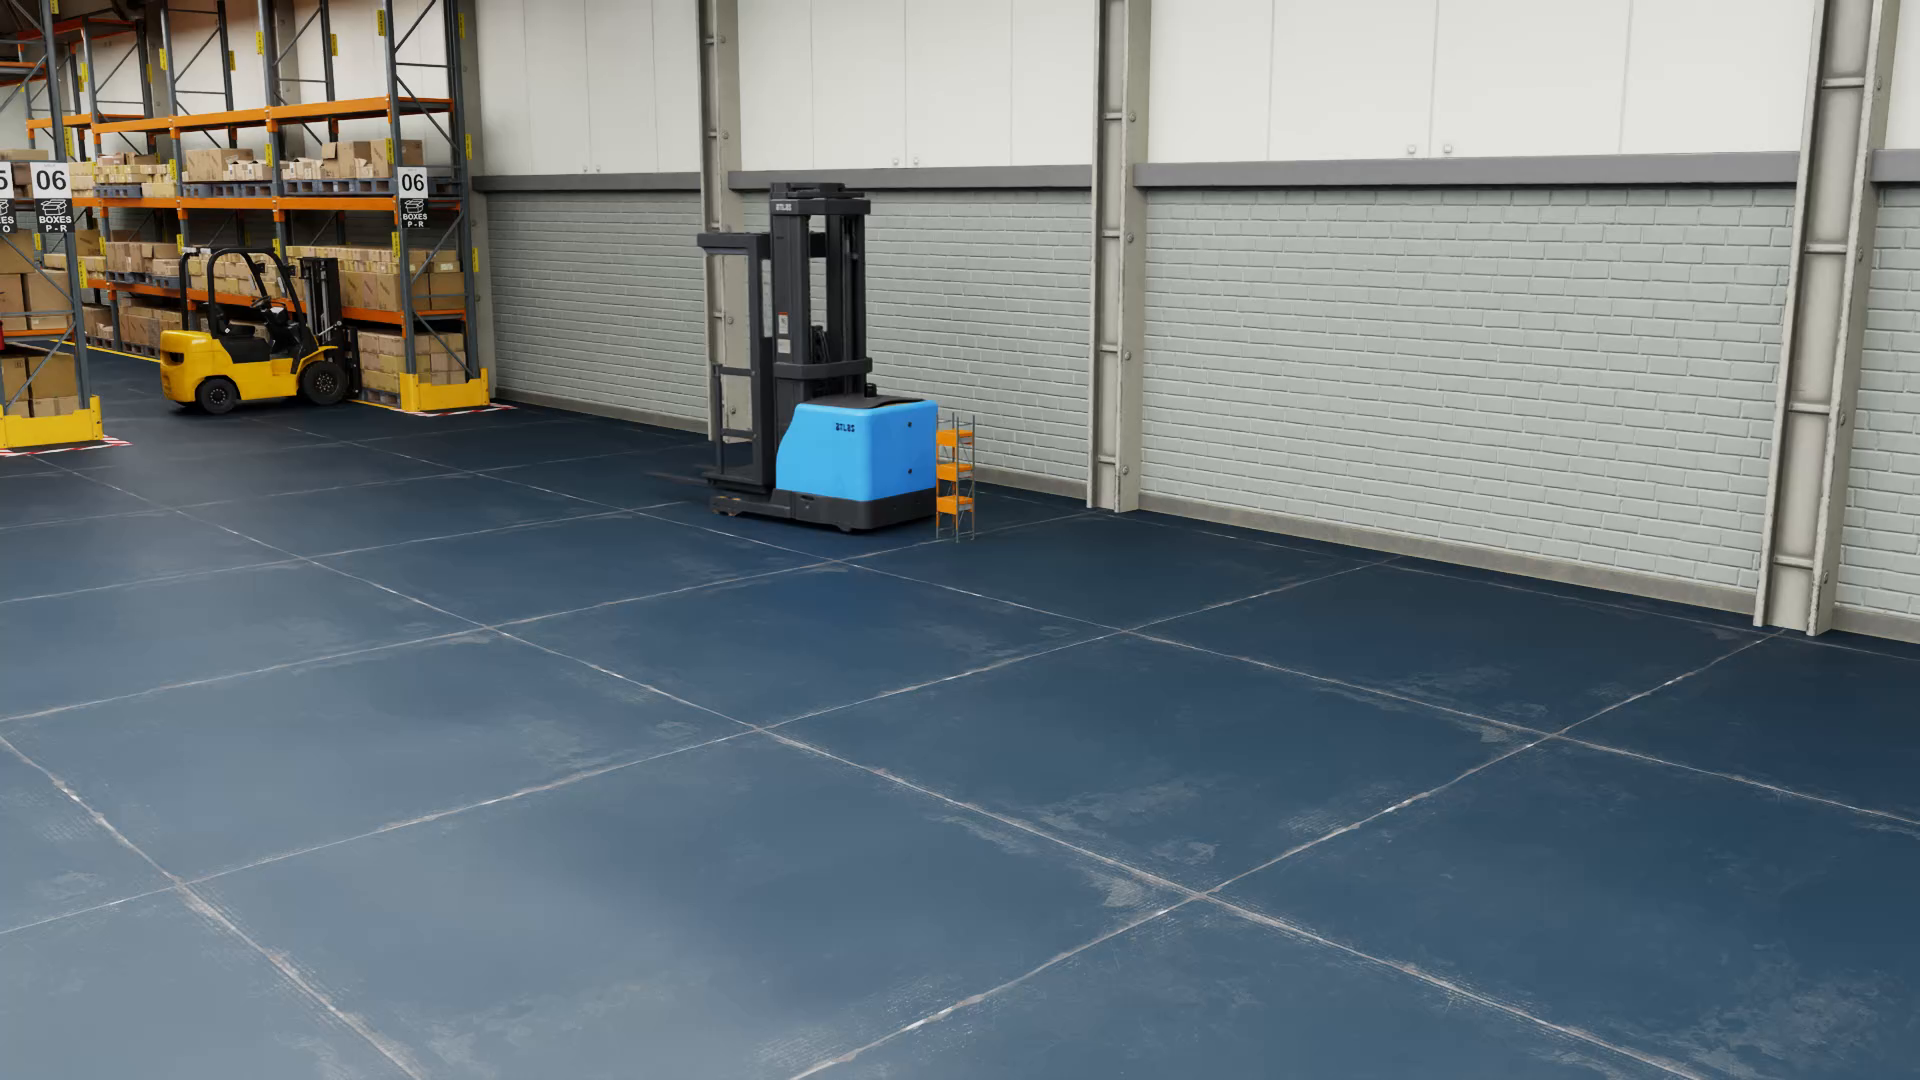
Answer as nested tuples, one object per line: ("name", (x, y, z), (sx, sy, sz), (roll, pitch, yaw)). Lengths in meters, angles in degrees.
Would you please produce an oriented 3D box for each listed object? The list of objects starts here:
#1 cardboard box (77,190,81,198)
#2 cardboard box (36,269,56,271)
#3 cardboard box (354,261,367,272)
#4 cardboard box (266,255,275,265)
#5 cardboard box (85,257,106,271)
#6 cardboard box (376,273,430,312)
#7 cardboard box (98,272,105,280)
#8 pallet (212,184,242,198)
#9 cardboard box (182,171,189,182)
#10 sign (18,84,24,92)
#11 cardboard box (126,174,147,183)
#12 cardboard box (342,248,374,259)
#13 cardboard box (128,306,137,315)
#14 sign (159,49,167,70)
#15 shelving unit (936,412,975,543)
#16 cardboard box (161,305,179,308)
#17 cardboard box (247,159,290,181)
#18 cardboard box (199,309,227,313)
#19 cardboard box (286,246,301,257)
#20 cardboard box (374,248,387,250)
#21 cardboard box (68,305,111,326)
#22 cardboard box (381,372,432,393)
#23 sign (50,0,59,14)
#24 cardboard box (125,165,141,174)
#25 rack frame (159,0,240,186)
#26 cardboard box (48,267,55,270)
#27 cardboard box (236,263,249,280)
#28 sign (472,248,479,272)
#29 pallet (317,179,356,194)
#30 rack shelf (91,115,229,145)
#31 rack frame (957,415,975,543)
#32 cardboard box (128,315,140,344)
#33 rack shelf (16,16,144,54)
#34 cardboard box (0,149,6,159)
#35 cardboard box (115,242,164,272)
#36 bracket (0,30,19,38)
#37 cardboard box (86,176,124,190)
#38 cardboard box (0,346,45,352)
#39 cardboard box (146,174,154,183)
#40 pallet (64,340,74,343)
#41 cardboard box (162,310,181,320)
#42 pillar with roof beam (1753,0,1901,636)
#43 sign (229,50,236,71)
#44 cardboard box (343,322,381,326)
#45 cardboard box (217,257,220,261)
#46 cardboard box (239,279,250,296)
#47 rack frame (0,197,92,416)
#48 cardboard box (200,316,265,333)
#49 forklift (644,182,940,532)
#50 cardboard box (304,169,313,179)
("cardboard box", (-16.466, -6.556, 31.489), (0.380, 0.149, 0.250), (-10, 15, -41))
("cardboard box", (-11.115, -2.977, 19.941), (0.500, 0.500, 0.500), (-10, 15, -41))
("cardboard box", (-8.198, -3.819, 23.160), (0.250, 0.149, 0.380), (11, 16, 43))
("cardboard box", (-10.391, -4.296, 25.473), (0.380, 0.149, 0.250), (-11, 16, -43))
("cardboard box", (-16.213, -5.226, 31.479), (0.500, 0.250, 0.500), (-11, 16, -42))
("cardboard box", (-7.571, -3.375, 22.614), (0.500, 0.500, 0.500), (-11, 16, -44))
("cardboard box", (-15.927, -4.966, 31.204), (0.380, 0.149, 0.250), (-10, 16, -41))
("pallet", (-11.258, -5.586, 26.626), (1.003, 0.211, 1.213), (-10, 15, -40))
("cardboard box", (-12.545, -5.975, 27.336), (0.380, 0.166, 0.250), (-11, 16, -43))
("sign", (-18.483, -8.985, 32.712), (0.100, 0.325, 0.005), (-11, 16, -43))
("cardboard box", (-14.330, -6.324, 29.072), (0.380, 0.149, 0.250), (-10, 16, -41))
("cardboard box", (-8.505, -4.050, 23.541), (0.380, 0.149, 0.250), (-11, 16, -42))
("cardboard box", (-15.026, -4.223, 30.520), (0.250, 0.149, 0.380), (11, 16, 44))
("sign", (-12.952, -7.816, 27.038), (0.100, 0.325, 0.005), (-11, 16, -43))
("shelving unit", (-0.037, -0.522, 13.843), (0.215, 1.050, 0.252), (-11, 16, -43))
("cardboard box", (-14.506, -4.256, 30.683), (0.380, 0.149, 0.250), (-11, 16, -42))
("cardboard box", (-10.480, -5.627, 25.288), (0.500, 0.311, 0.500), (11, 16, 43))
("cardboard box", (-13.215, -3.998, 29.428), (0.250, 0.149, 0.380), (11, 16, 43))
("cardboard box", (-9.798, -4.300, 24.754), (0.380, 0.149, 0.250), (-10, 16, -41))
("cardboard box", (-8.166, -4.112, 23.845), (0.380, 0.149, 0.250), (-11, 16, -42))
("cardboard box", (-17.175, -4.375, 32.868), (0.700, 0.500, 0.500), (-10, 15, -40))
("cardboard box", (-7.594, -2.175, 22.807), (0.500, 0.250, 0.500), (-11, 16, -42))
("sign", (-10.236, -6.109, 18.752), (0.100, 0.325, 0.005), (-11, 16, -43))
("cardboard box", (-14.333, -6.468, 29.034), (0.380, 0.149, 0.250), (-11, 16, -42))
("rack frame", (-12.566, -7.397, 27.515), (1.000, 3.000, 0.127), (-11, 16, -43))
("cardboard box", (-18.062, -5.417, 33.394), (0.380, 0.149, 0.250), (-11, 16, -43))
("cardboard box", (-11.037, -4.232, 26.152), (0.500, 0.250, 0.500), (-10, 16, -41))
("sign", (-6.636, -3.831, 22.729), (0.100, 0.325, 0.005), (-11, 16, -43))
("pallet", (-8.358, -5.002, 23.542), (1.003, 0.211, 1.213), (-11, 16, -43))
("rack shelf", (-13.947, -7.141, 29.044), (1.077, 0.370, 4.000), (-11, 16, -43))
("rack frame", (0.047, -0.504, 13.757), (0.200, 1.050, 0.008), (-11, 16, -43))
("cardboard box", (-14.782, -3.846, 30.298), (0.500, 0.500, 0.500), (-11, 16, -43))
("rack shelf", (-16.709, -9.548, 31.502), (1.077, 0.370, 4.000), (-11, 16, -43))
("cardboard box", (-10.912, -4.451, 19.293), (0.380, 0.149, 0.250), (-11, 16, -43))
("cardboard box", (-14.798, -5.120, 30.040), (0.700, 0.500, 0.500), (-11, 16, -42))
("bracket", (-21.774, -11.266, 37.371), (0.076, 0.066, 5.218), (-11, 16, -43))
("cardboard box", (-15.843, -6.619, 30.808), (0.500, 0.250, 0.500), (-11, 16, -42))
("cardboard box", (-11.707, -2.135, 20.756), (0.500, 0.500, 0.500), (-10, 16, -41))
("cardboard box", (-13.855, -6.259, 28.810), (0.380, 0.149, 0.250), (-10, 15, -41))
("pallet", (-17.487, -4.133, 33.450), (1.003, 0.211, 1.213), (-11, 16, -43))
("cardboard box", (-13.773, -3.956, 29.226), (0.380, 0.149, 0.250), (-11, 16, -43))
("pillar with roof beam", (2.447, -3.230, 7.288), (9.100, 9.000, 0.400), (-11, 16, -43))
("sign", (-12.167, -8.010, 27.782), (0.100, 0.325, 0.005), (-11, 16, -43))
("cardboard box", (-8.963, -3.107, 24.854), (0.500, 0.250, 0.500), (-11, 16, -43))
("cardboard box", (-11.793, -4.596, 26.932), (0.380, 0.149, 0.250), (-11, 16, -42))
("cardboard box", (-11.013, -3.988, 26.207), (0.500, 0.250, 0.500), (-11, 16, -42))
("rack frame", (-10.629, -2.599, 19.093), (1.000, 3.000, 0.127), (-11, 16, -43))
("cardboard box", (-12.145, -3.408, 27.866), (0.875, 0.625, 0.625), (-10, 15, -41))
("forklift", (-1.643, -1.720, 14.995), (3.031, 2.935, 1.130), (9, 15, 38))
("cardboard box", (-9.183, -5.256, 23.889), (0.380, 0.149, 0.250), (-10, 15, -41))
